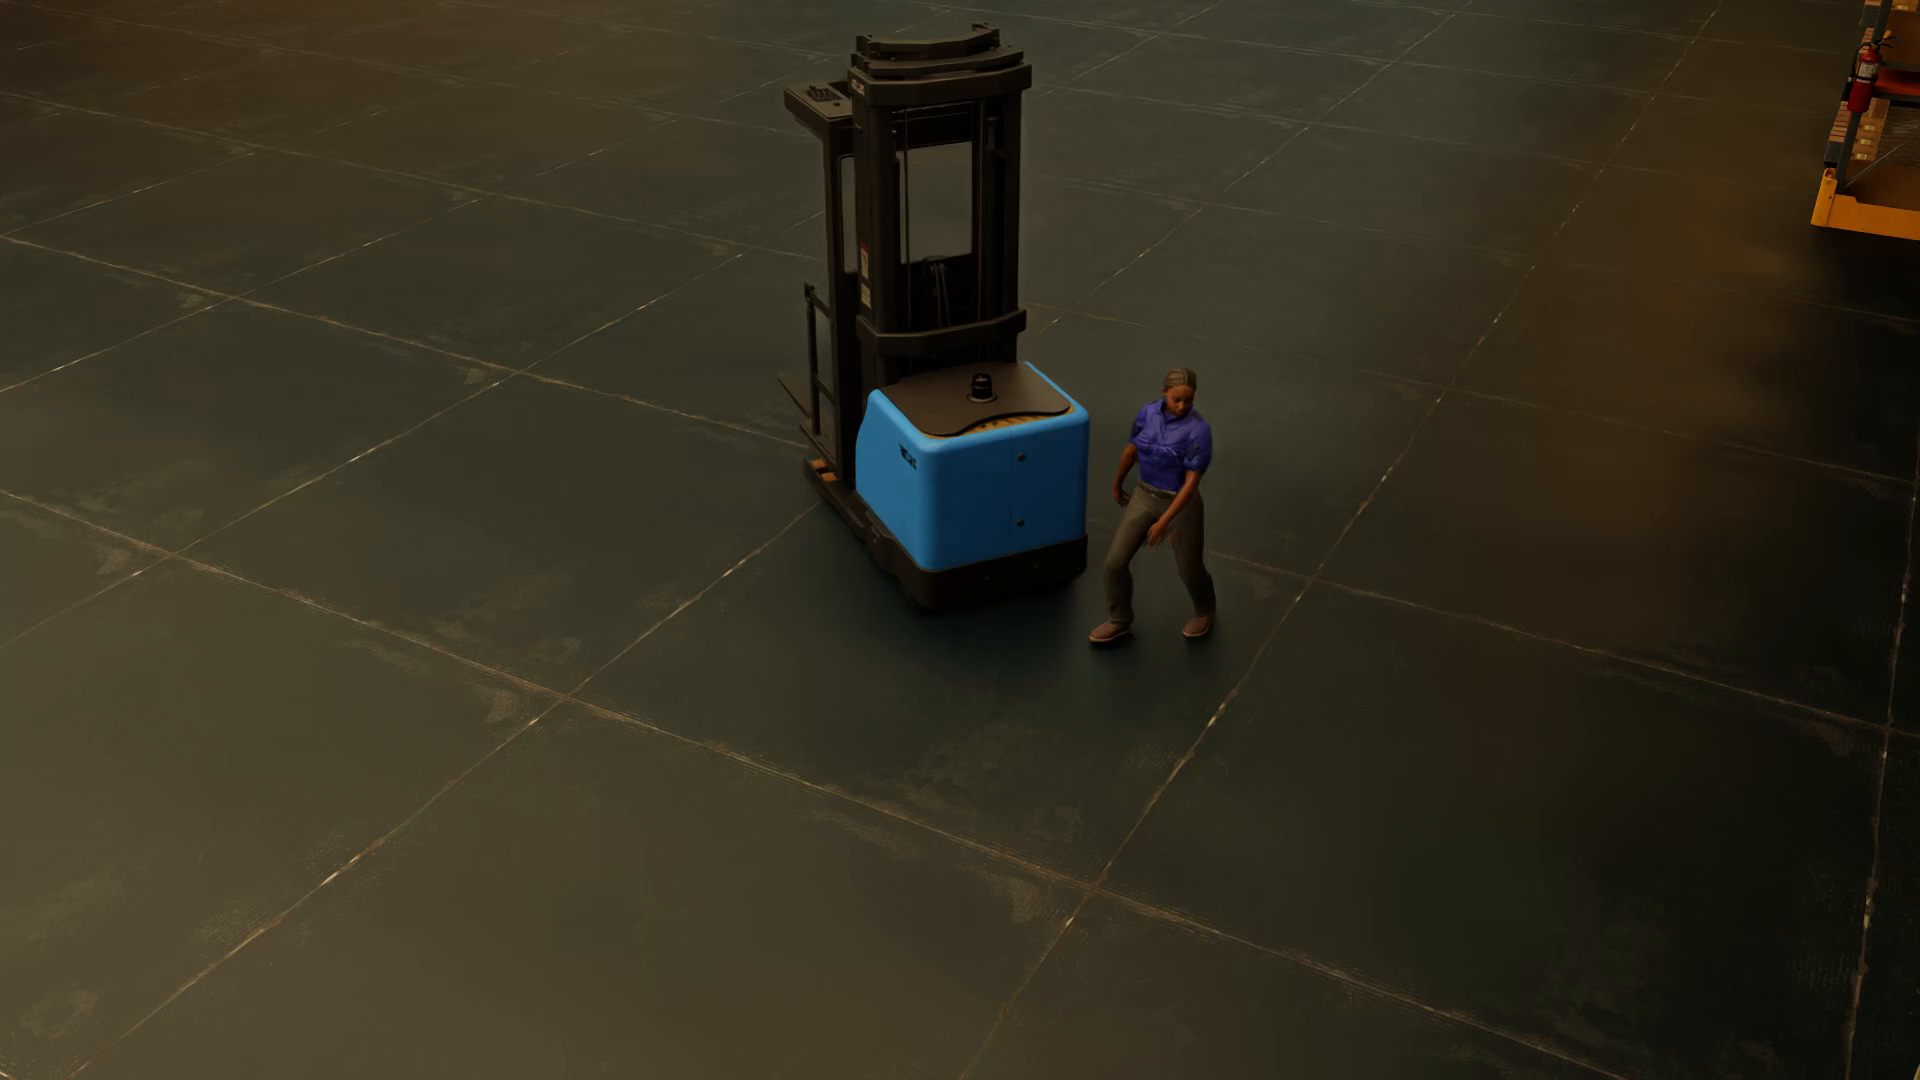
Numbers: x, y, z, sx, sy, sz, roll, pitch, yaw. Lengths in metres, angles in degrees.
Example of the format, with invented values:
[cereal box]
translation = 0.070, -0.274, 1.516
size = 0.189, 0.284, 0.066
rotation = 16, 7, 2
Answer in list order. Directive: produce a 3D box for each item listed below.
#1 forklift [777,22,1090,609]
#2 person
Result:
[forklift]
translation = -0.341, -1.607, 9.855
size = 1.130, 2.935, 3.031
rotation = -13, 32, -21
[person]
translation = 1.023, -0.195, 8.752
size = 0.605, 1.594, 0.681
rotation = 19, 35, 30
